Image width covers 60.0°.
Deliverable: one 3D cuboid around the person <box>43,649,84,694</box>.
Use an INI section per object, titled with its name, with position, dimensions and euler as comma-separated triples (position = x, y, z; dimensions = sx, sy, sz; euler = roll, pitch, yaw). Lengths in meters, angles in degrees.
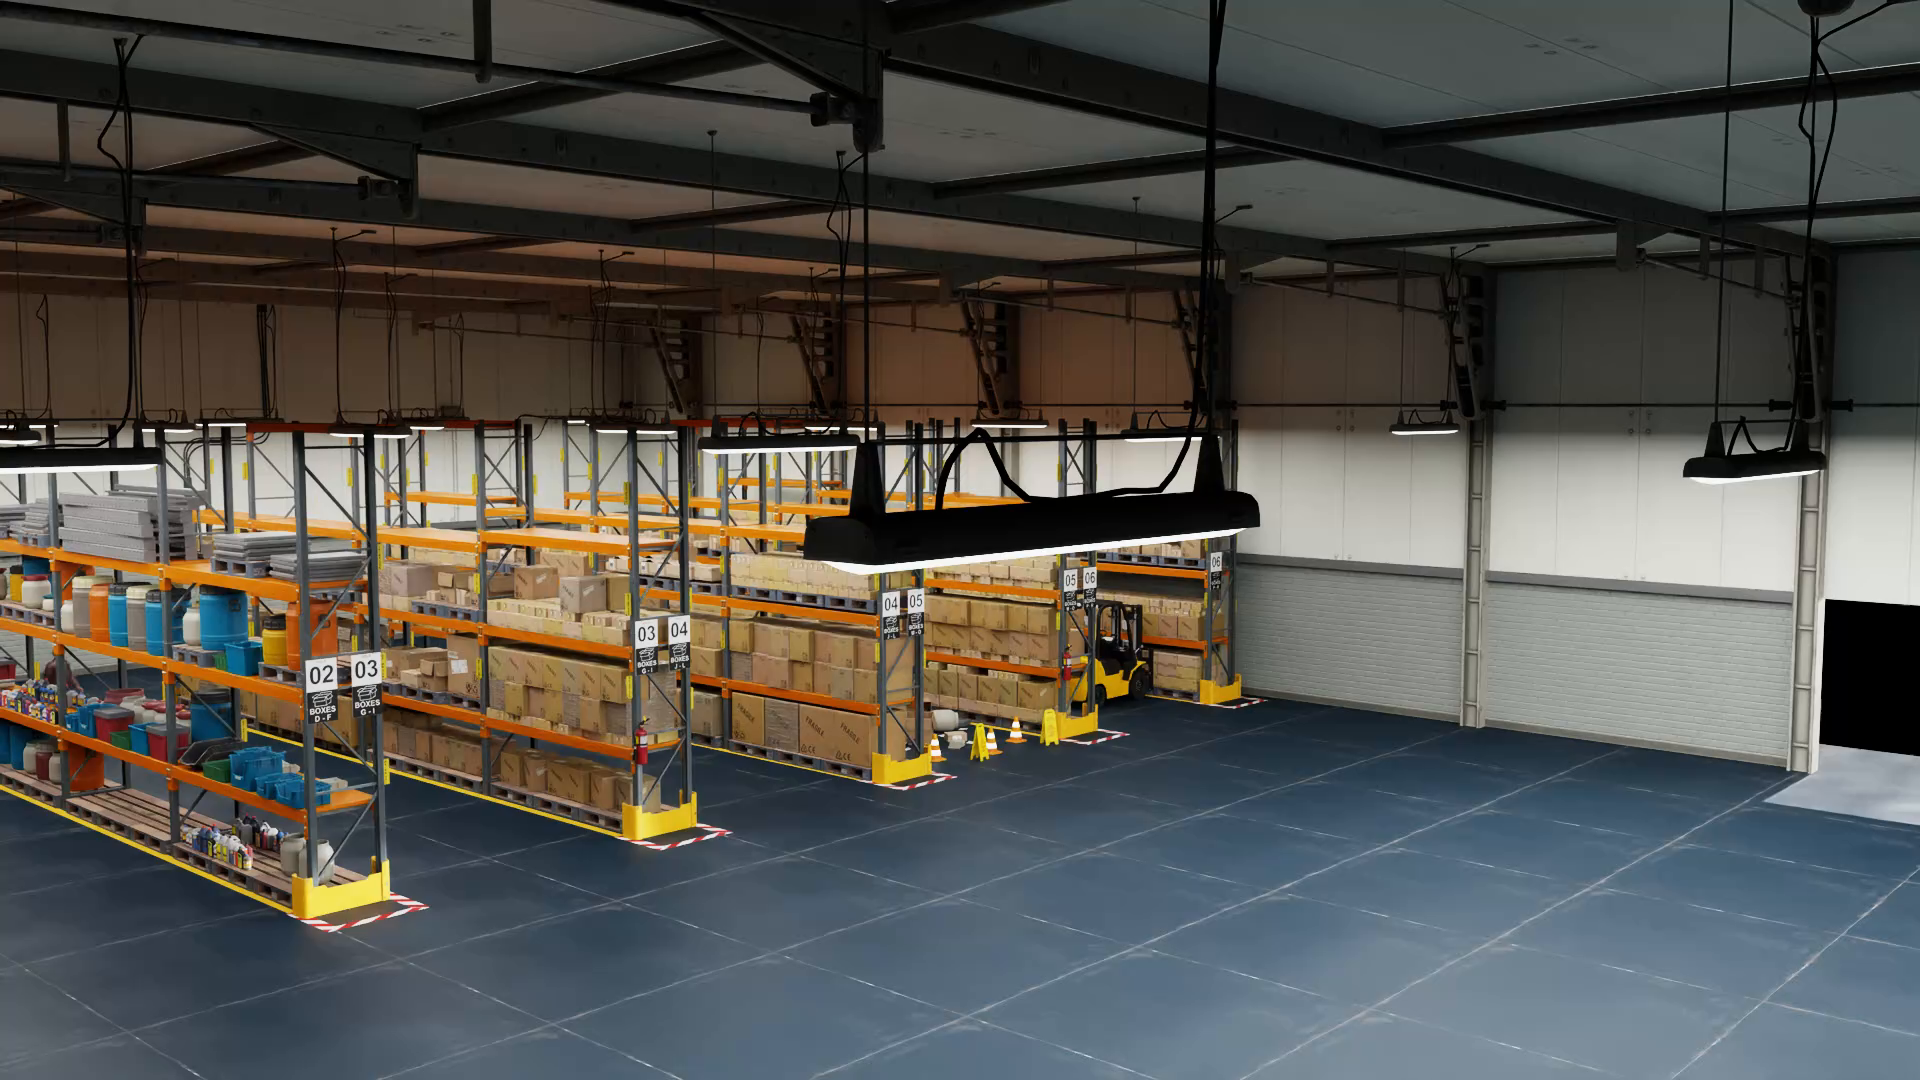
[person]
position = -17.024, 2.878, 31.550
dimensions = 1.101, 1.727, 0.729
euler = 3, 6, 34
